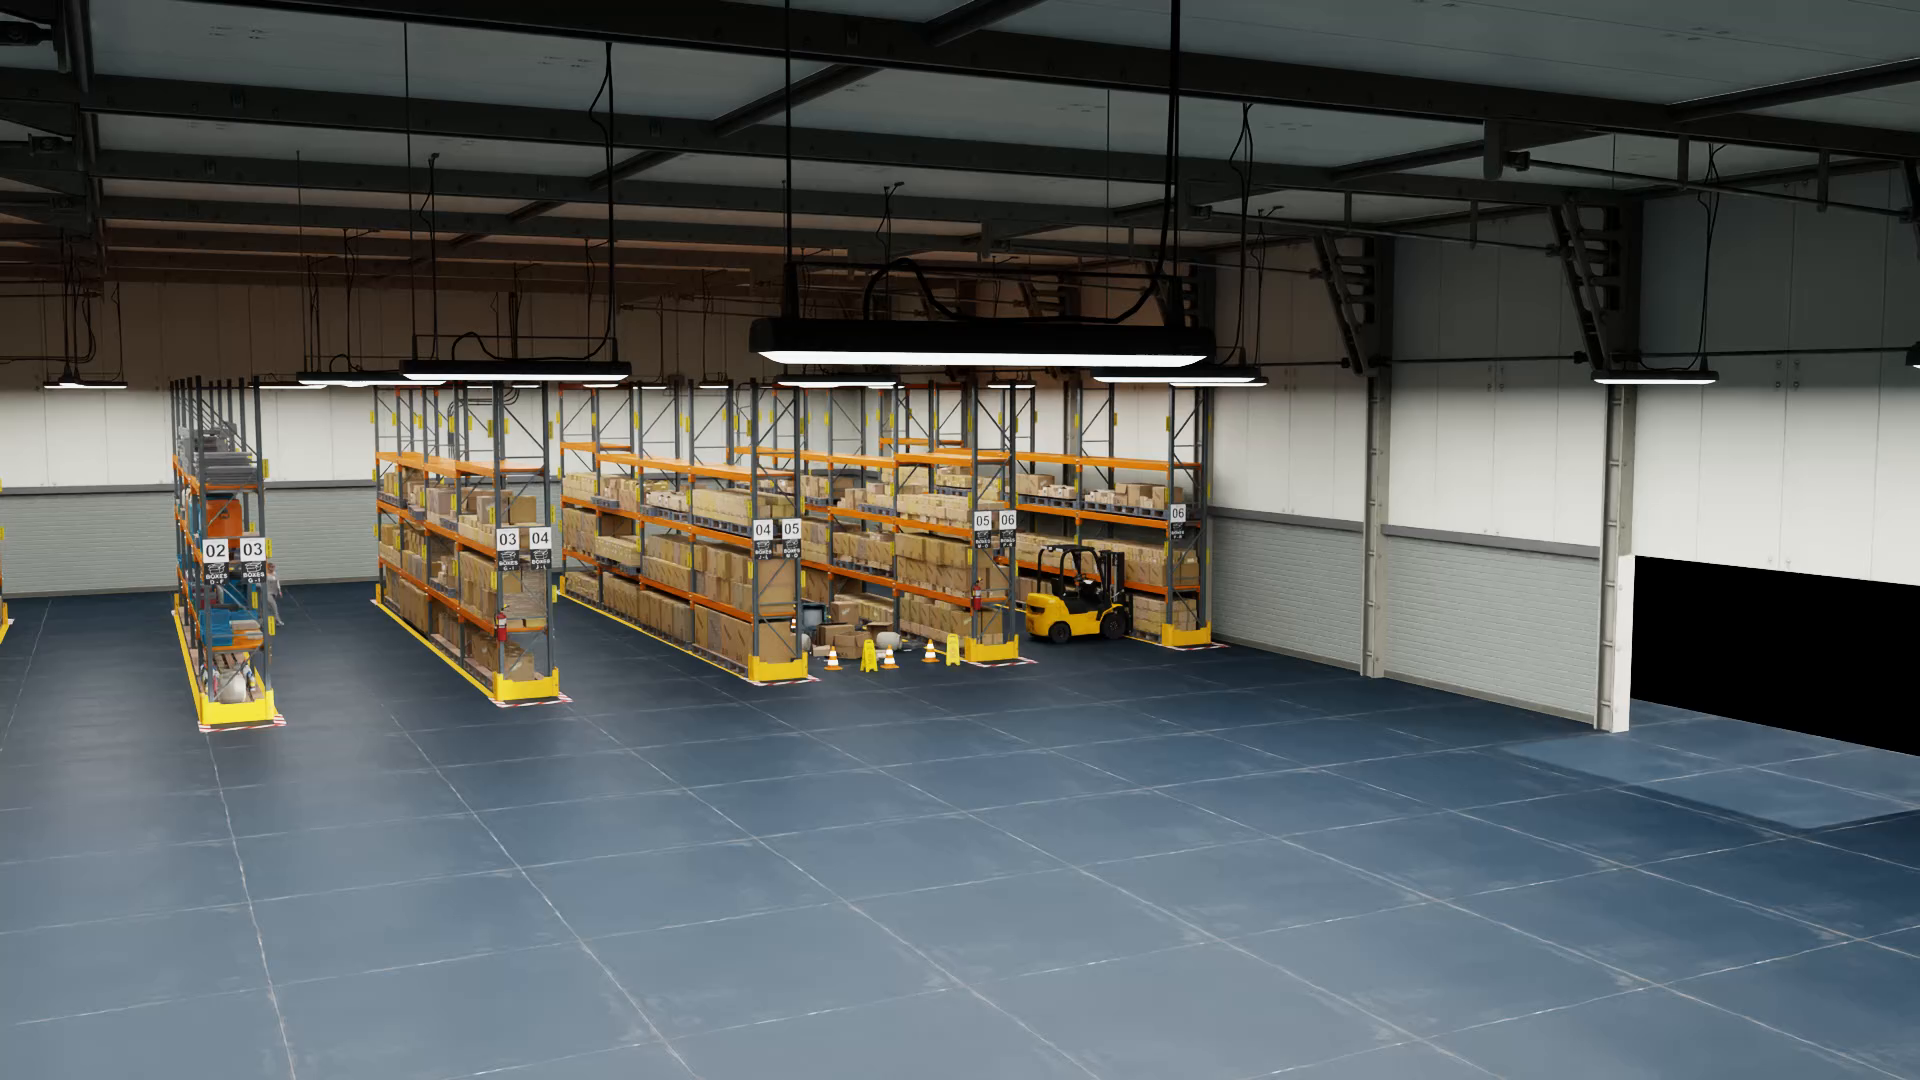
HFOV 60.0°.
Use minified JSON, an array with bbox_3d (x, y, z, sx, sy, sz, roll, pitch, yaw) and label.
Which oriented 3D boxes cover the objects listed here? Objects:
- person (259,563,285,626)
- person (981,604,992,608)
[{"bbox_3d":[-16.881,1.315,40.750,0.939,1.539,0.463,3,6,28],"label":"person"},{"bbox_3d":[0.588,1.363,39.858,0.705,1.651,0.758,-2,6,-25],"label":"person"}]
